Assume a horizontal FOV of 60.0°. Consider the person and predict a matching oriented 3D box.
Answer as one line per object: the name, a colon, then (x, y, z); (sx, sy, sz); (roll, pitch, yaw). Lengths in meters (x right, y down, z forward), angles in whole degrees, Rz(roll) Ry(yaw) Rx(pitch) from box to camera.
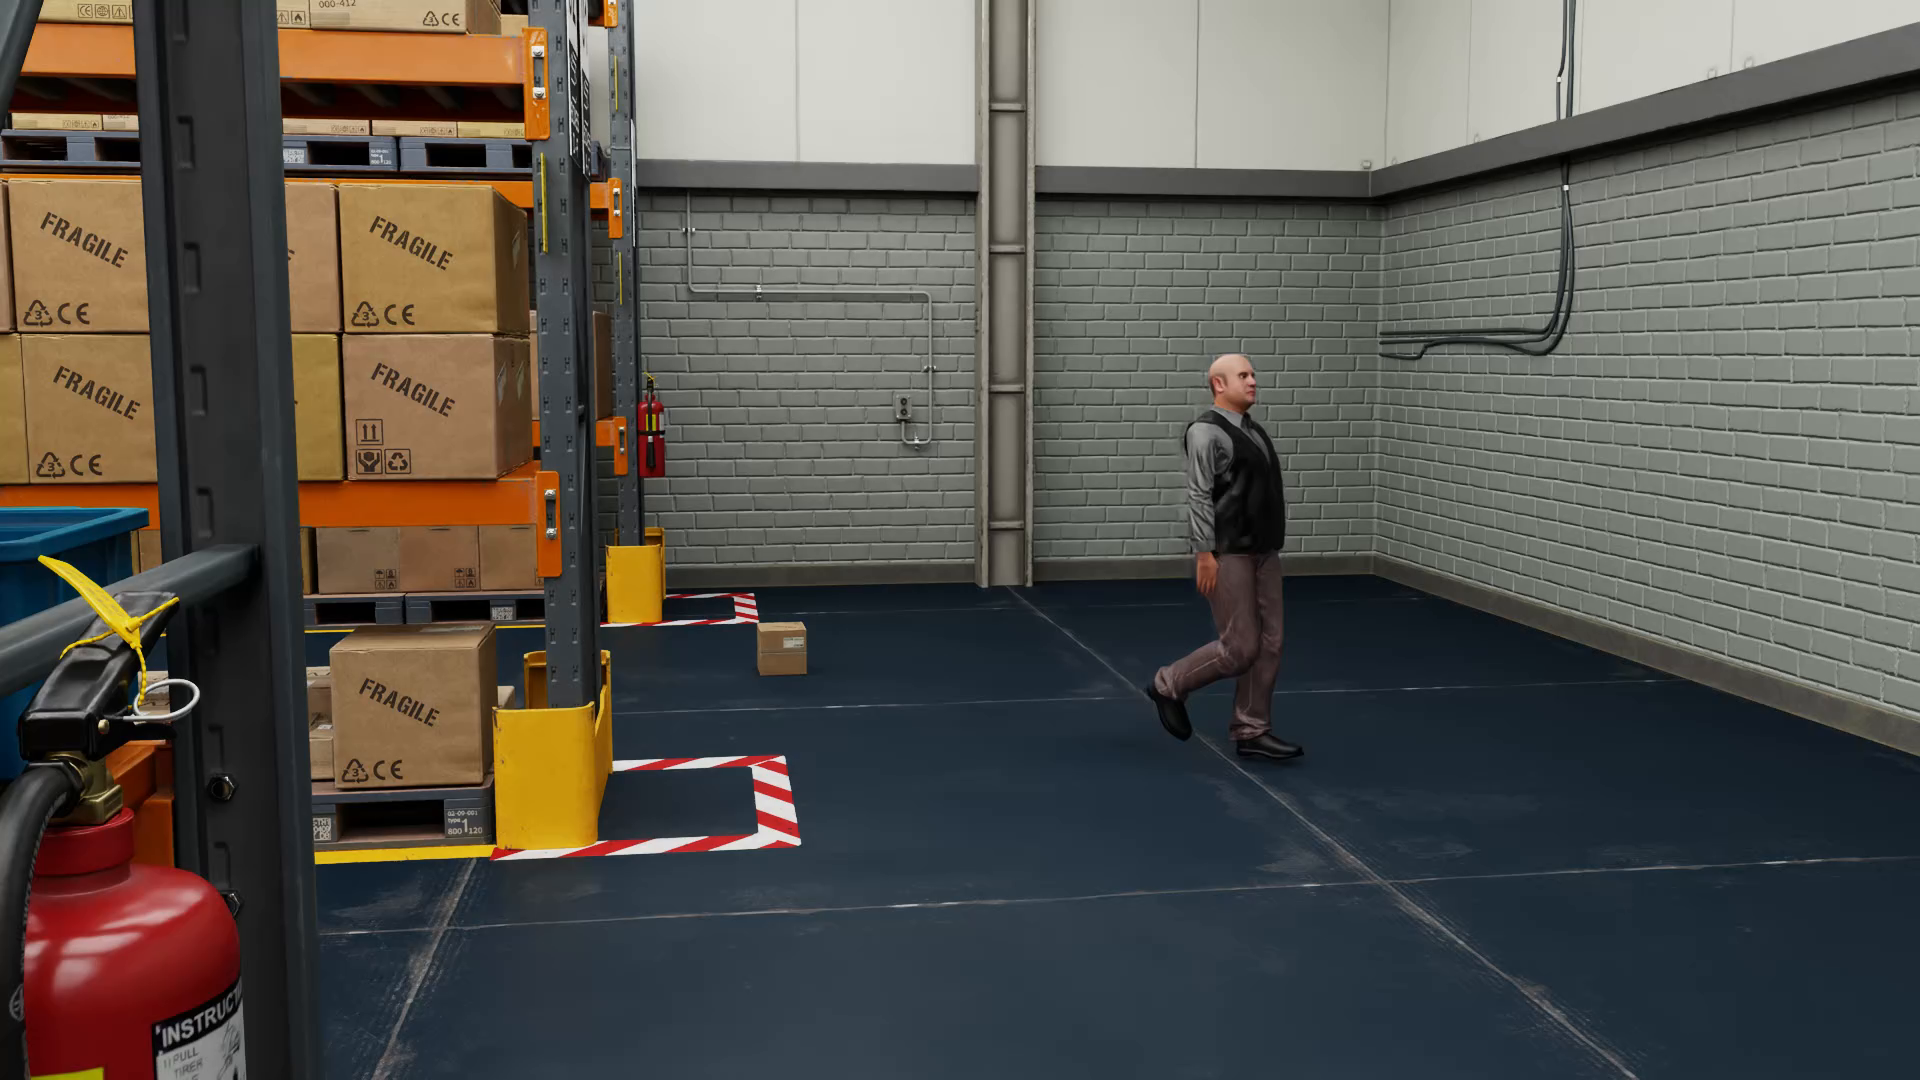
person: (1.141, 0.111, 7.064); (0.658, 1.622, 0.541); (5, 8, 38)
